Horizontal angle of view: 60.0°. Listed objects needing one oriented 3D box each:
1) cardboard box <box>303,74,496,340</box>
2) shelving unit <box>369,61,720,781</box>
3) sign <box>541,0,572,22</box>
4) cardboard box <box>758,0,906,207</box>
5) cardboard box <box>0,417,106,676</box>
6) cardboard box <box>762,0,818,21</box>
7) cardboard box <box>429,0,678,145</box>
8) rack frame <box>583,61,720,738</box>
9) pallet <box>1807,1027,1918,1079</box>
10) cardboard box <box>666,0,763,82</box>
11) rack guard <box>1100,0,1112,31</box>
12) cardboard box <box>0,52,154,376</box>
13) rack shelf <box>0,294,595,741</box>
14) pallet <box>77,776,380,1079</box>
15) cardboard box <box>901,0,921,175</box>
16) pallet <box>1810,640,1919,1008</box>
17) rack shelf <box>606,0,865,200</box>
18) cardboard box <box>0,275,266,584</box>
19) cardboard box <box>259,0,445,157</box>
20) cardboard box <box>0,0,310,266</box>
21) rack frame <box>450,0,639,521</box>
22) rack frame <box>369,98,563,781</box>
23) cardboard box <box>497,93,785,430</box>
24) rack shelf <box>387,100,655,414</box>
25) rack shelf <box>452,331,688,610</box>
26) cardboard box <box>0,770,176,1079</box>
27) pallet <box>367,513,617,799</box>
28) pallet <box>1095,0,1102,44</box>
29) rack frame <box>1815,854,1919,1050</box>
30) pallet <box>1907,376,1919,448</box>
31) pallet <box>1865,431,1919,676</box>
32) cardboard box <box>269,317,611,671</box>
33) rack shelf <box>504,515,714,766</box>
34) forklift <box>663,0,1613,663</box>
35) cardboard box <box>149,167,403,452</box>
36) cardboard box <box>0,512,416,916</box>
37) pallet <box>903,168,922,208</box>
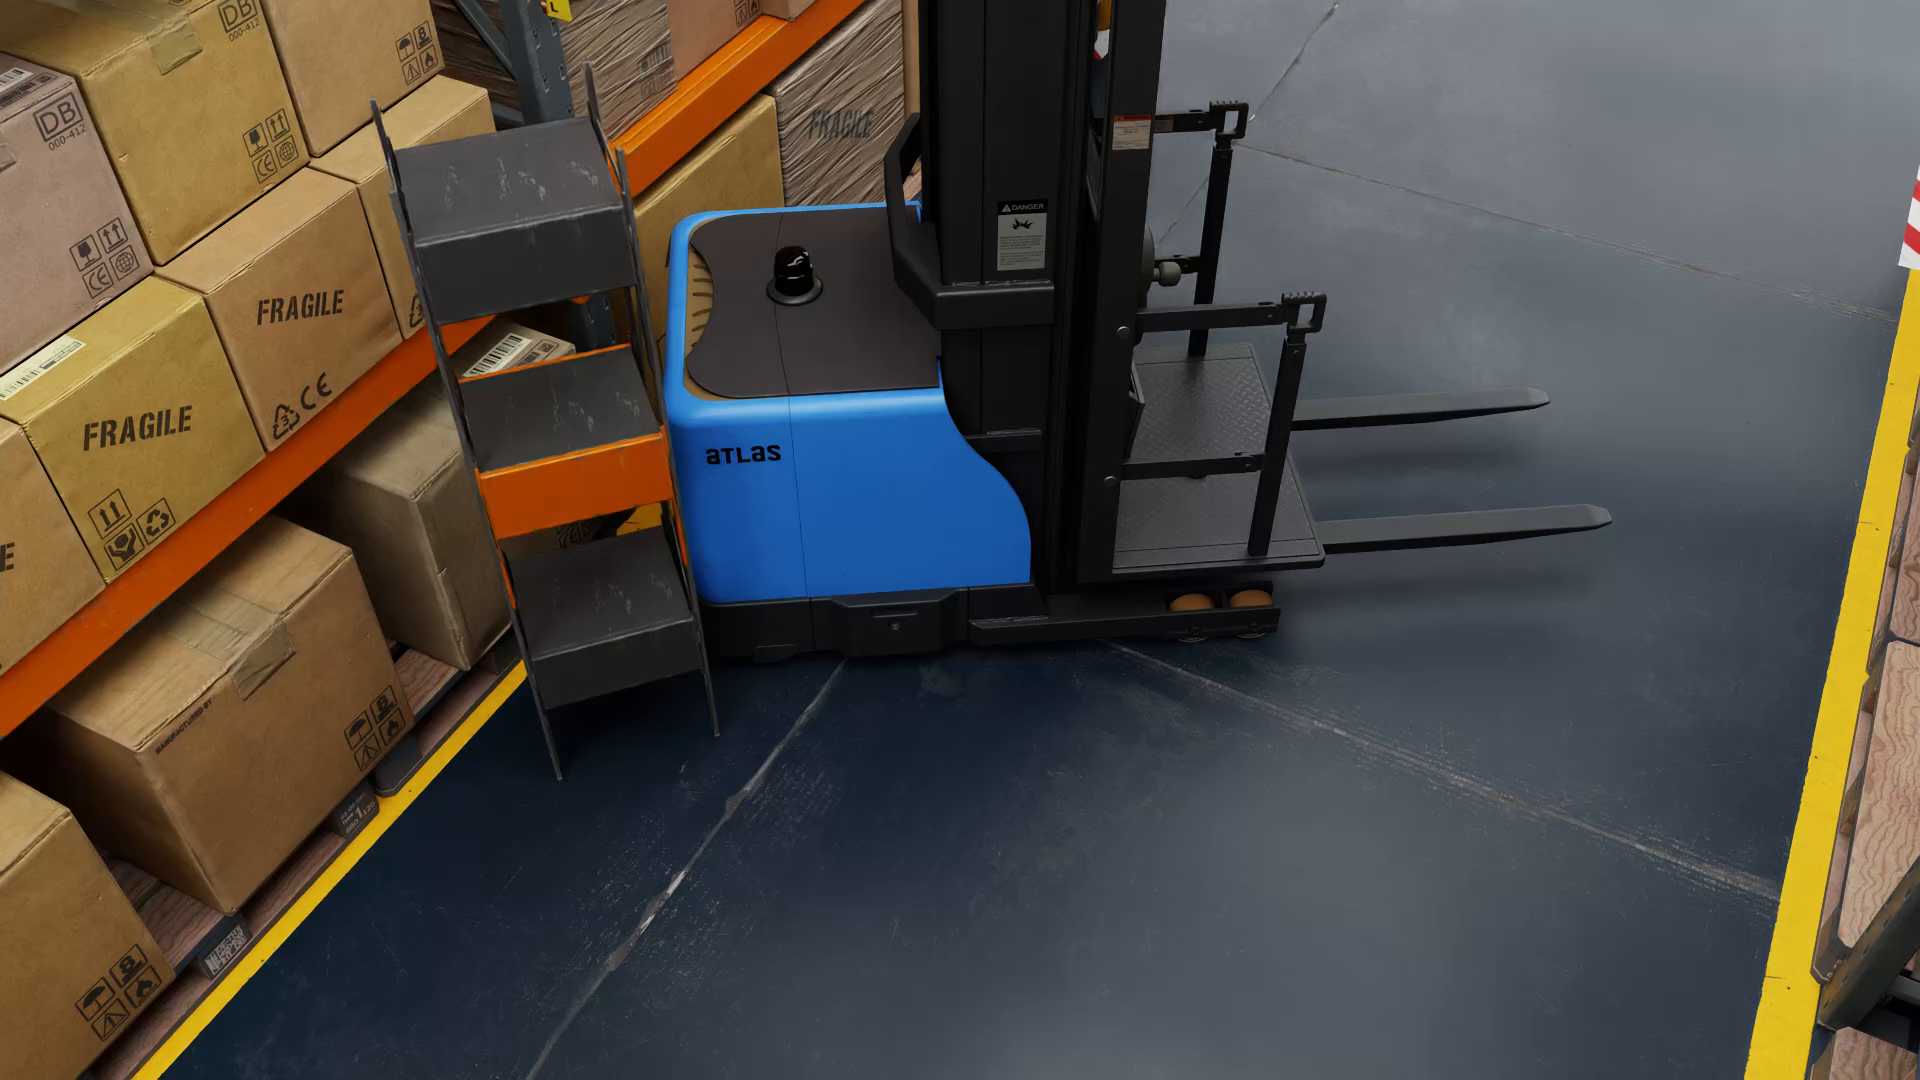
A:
[{"bbox_3d":[-1.585,-0.945,4.505,0.500,0.500,0.500,20,49,19],"label":"cardboard box"},{"bbox_3d":[-1.044,-0.198,4.466,0.503,2.100,0.431,-14,48,-14],"label":"shelving unit"},{"bbox_3d":[-1.094,-1.533,4.398,0.100,0.325,0.005,20,49,19],"label":"sign"},{"bbox_3d":[-0.811,-1.670,6.490,0.875,0.875,0.875,21,49,19],"label":"cardboard box"},{"bbox_3d":[-2.288,0.012,3.559,0.500,0.500,0.500,20,49,19],"label":"cardboard box"},{"bbox_3d":[-0.829,-2.271,5.780,0.875,0.550,0.550,20,49,19],"label":"cardboard box"},{"bbox_3d":[-1.419,-1.616,5.133,0.875,0.550,0.550,20,49,19],"label":"cardboard box"},{"bbox_3d":[-0.814,-0.256,4.525,0.015,2.100,0.400,-14,48,-14],"label":"rack frame"},{"bbox_3d":[2.407,1.846,3.777,1.003,0.211,1.213,20,49,19],"label":"pallet"},{"bbox_3d":[-1.184,-1.970,5.482,0.875,0.550,0.550,20,49,19],"label":"cardboard box"},{"bbox_3d":[0.288,-2.983,8.347,1.175,0.500,0.348,20,49,19],"label":"rack guard"},{"bbox_3d":[-2.277,-0.756,3.615,0.700,0.500,0.500,21,49,19],"label":"cardboard box"},{"bbox_3d":[-2.508,0.186,3.963,1.077,0.370,4.000,20,49,19],"label":"rack shelf"},{"bbox_3d":[-2.436,0.936,4.677,1.003,0.211,1.213,20,49,19],"label":"pallet"},{"bbox_3d":[-0.386,-2.243,7.057,0.875,0.875,0.875,20,49,18],"label":"cardboard box"},{"bbox_3d":[3.047,0.920,4.692,1.003,0.211,1.213,20,49,19],"label":"pallet"},{"bbox_3d":[-0.651,-2.334,6.453,1.077,0.370,4.000,20,49,19],"label":"rack shelf"},{"bbox_3d":[-2.054,-0.308,3.875,0.500,0.500,0.500,21,49,19],"label":"cardboard box"},{"bbox_3d":[-1.805,-1.399,4.250,0.700,0.500,0.500,20,49,18],"label":"cardboard box"},{"bbox_3d":[-2.042,-1.074,3.929,0.700,0.500,0.500,20,49,18],"label":"cardboard box"},{"bbox_3d":[-1.580,-1.327,4.952,1.000,3.000,0.127,20,49,19],"label":"rack frame"},{"bbox_3d":[-1.273,-0.139,4.408,0.015,2.100,0.400,-14,48,-14],"label":"rack frame"},{"bbox_3d":[-1.226,-1.101,5.927,0.875,0.875,0.875,21,49,20],"label":"cardboard box"},{"bbox_3d":[-1.042,-0.676,3.975,0.480,0.518,0.431,-14,48,-14],"label":"rack shelf"},{"bbox_3d":[-1.044,-0.188,4.476,0.480,0.518,0.431,-14,48,-14],"label":"rack shelf"},{"bbox_3d":[-2.671,0.931,4.008,1.050,0.750,0.750,21,49,20],"label":"cardboard box"},{"bbox_3d":[-1.871,0.164,5.439,1.003,0.211,1.213,20,49,19],"label":"pallet"},{"bbox_3d":[-0.025,-2.337,7.911,1.003,0.211,1.213,20,49,19],"label":"pallet"},{"bbox_3d":[2.767,0.375,3.271,1.000,3.000,0.127,20,49,19],"label":"rack frame"},{"bbox_3d":[4.180,-0.617,6.212,1.003,0.211,1.213,20,49,19],"label":"pallet"},{"bbox_3d":[3.612,0.149,5.455,1.003,0.211,1.213,20,49,19],"label":"pallet"},{"bbox_3d":[-1.788,-0.263,5.187,1.050,0.750,0.750,20,49,19],"label":"cardboard box"},{"bbox_3d":[-1.046,0.300,4.978,0.480,0.518,0.431,-14,48,-14],"label":"rack shelf"},{"bbox_3d":[0.621,-1.071,4.748,3.031,2.935,1.130,-4,45,-4],"label":"forklift"},{"bbox_3d":[-1.820,-0.627,4.190,0.500,0.500,0.500,20,49,19],"label":"cardboard box"},{"bbox_3d":[-2.239,0.344,4.588,1.050,0.750,0.750,20,49,19],"label":"cardboard box"},{"bbox_3d":[-0.592,-1.571,7.154,1.003,0.211,1.213,20,49,19],"label":"pallet"}]
